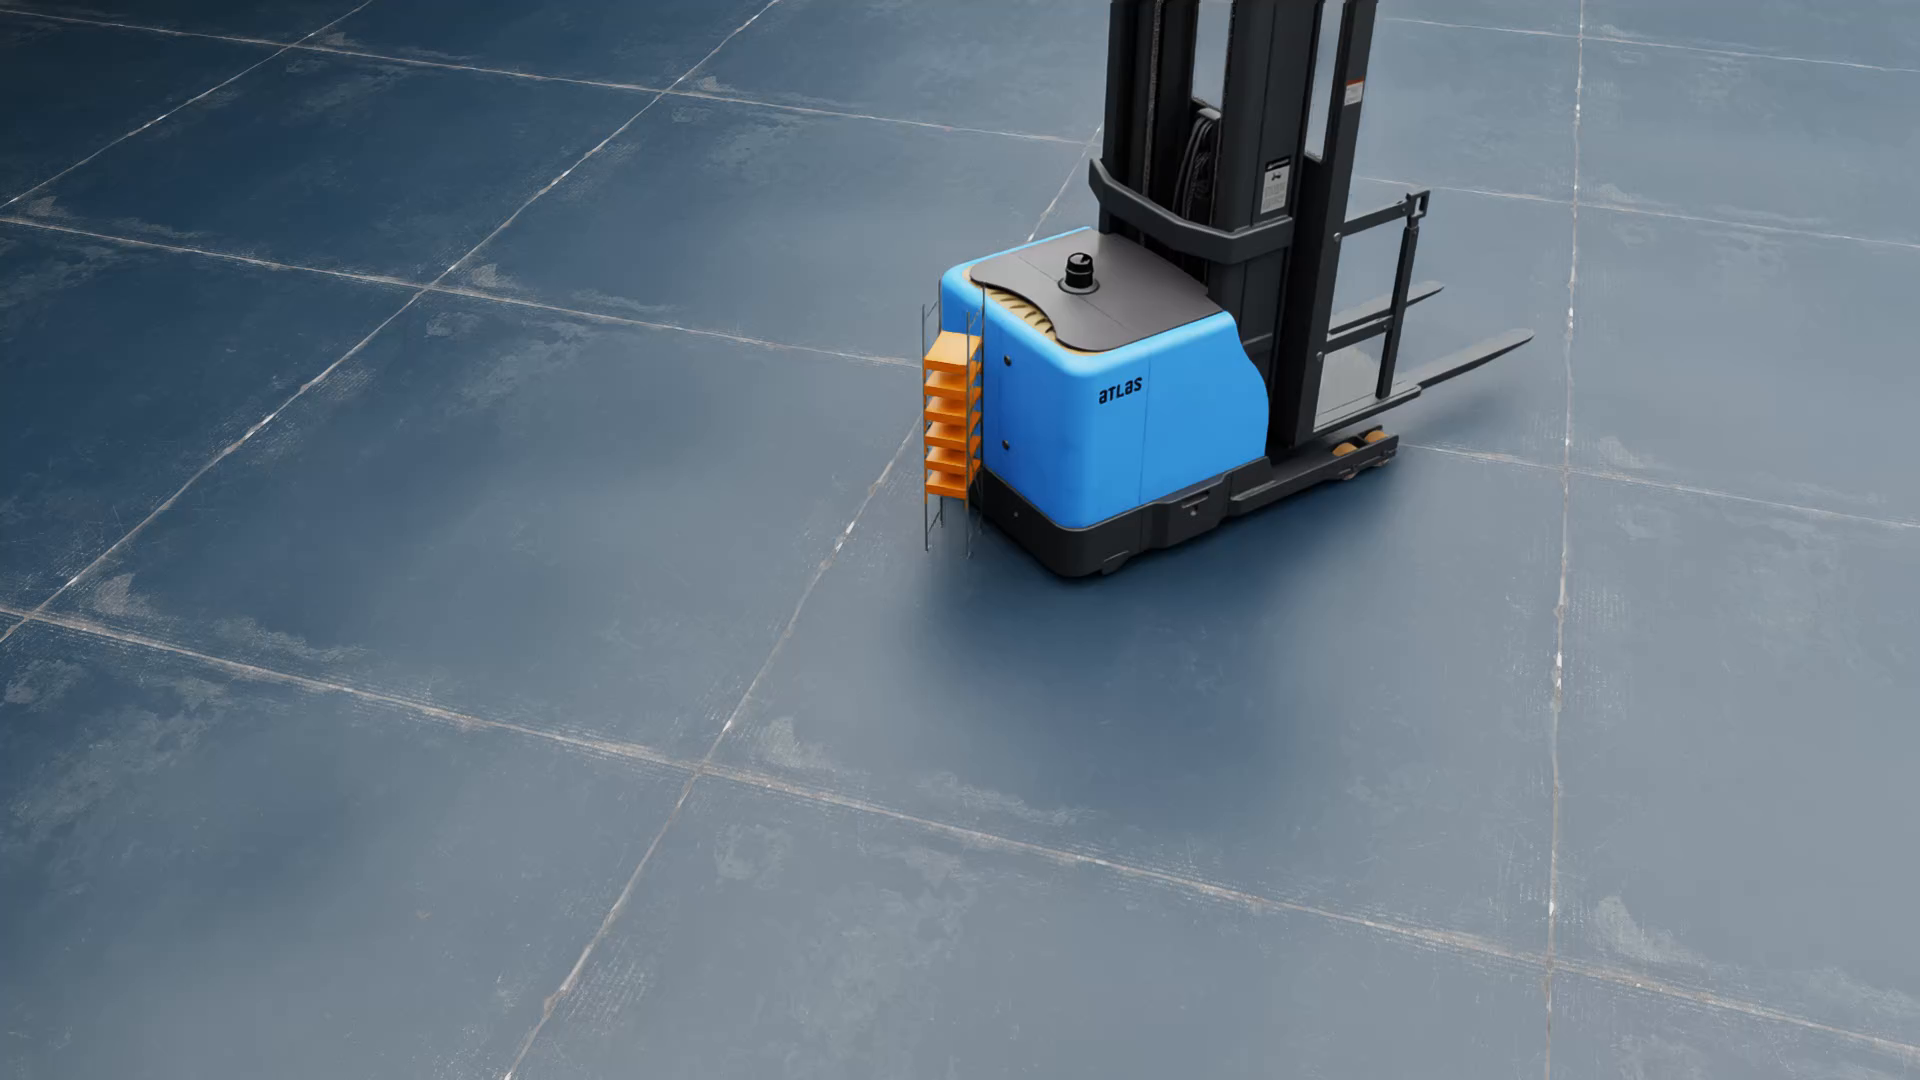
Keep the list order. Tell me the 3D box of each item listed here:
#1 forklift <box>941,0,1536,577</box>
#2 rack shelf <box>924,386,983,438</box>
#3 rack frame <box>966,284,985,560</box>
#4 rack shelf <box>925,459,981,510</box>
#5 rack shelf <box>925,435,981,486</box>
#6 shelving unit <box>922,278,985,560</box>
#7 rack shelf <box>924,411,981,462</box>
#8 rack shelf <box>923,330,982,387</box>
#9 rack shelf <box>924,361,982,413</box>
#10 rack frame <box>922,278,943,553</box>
[{"bbox_3d":[1.418,-1.697,7.083,3.031,2.935,1.130,-21,41,-26],"label":"forklift"},{"bbox_3d":[-0.024,-0.542,6.847,0.180,0.103,0.258,10,37,13],"label":"rack shelf"},{"bbox_3d":[0.063,-0.466,6.870,0.006,1.200,0.240,10,37,13],"label":"rack frame"},{"bbox_3d":[-0.025,-0.252,7.059,0.180,0.103,0.258,10,37,13],"label":"rack shelf"},{"bbox_3d":[-0.025,-0.349,6.988,0.180,0.103,0.258,10,37,13],"label":"rack shelf"},{"bbox_3d":[-0.025,-0.481,6.891,0.189,1.200,0.258,10,37,13],"label":"shelving unit"},{"bbox_3d":[-0.025,-0.446,6.917,0.180,0.103,0.258,10,37,13],"label":"rack shelf"},{"bbox_3d":[-0.024,-0.736,6.705,0.180,0.103,0.258,10,37,13],"label":"rack shelf"},{"bbox_3d":[-0.024,-0.639,6.776,0.180,0.103,0.258,10,37,13],"label":"rack shelf"},{"bbox_3d":[-0.112,-0.497,6.912,0.006,1.200,0.240,10,37,13],"label":"rack frame"}]
